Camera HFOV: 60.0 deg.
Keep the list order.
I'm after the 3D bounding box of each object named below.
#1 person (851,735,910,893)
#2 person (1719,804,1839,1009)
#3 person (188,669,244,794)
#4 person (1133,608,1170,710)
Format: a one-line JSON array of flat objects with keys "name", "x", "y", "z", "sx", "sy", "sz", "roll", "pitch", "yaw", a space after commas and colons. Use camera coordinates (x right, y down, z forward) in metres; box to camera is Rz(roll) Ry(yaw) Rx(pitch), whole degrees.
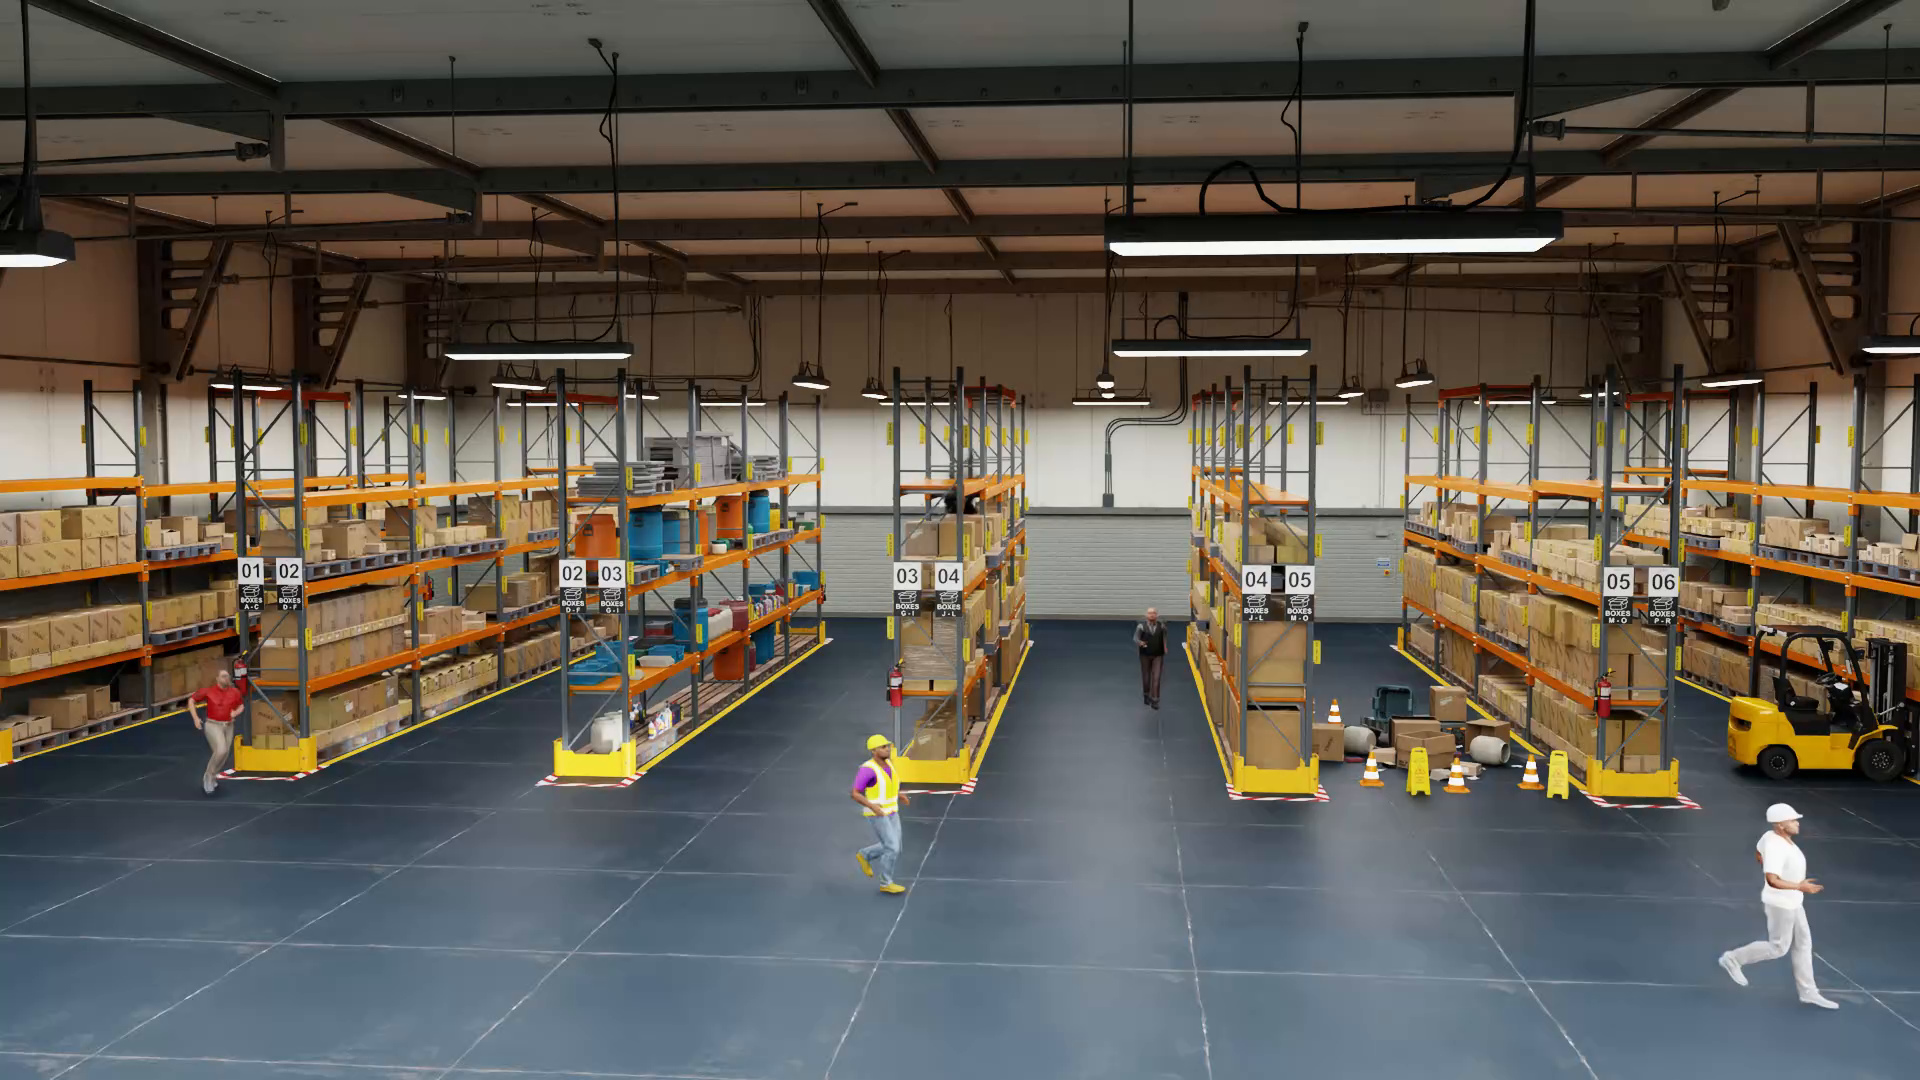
[{"name": "person", "x": -0.881, "y": 3.004, "z": 18.313, "sx": 0.650, "sy": 1.721, "sz": 0.704, "roll": 2, "pitch": 4, "yaw": 30}, {"name": "person", "x": 7.236, "y": 3.200, "z": 14.663, "sx": 0.956, "sy": 1.762, "sz": 0.700, "roll": 2, "pitch": 4, "yaw": 34}, {"name": "person", "x": -10.475, "y": 2.698, "z": 23.582, "sx": 0.626, "sy": 1.724, "sz": 0.665, "roll": 2, "pitch": 4, "yaw": 31}, {"name": "person", "x": 3.340, "y": 2.049, "z": 28.941, "sx": 0.661, "sy": 1.735, "sz": 0.861, "roll": 0, "pitch": 4, "yaw": 2}]
